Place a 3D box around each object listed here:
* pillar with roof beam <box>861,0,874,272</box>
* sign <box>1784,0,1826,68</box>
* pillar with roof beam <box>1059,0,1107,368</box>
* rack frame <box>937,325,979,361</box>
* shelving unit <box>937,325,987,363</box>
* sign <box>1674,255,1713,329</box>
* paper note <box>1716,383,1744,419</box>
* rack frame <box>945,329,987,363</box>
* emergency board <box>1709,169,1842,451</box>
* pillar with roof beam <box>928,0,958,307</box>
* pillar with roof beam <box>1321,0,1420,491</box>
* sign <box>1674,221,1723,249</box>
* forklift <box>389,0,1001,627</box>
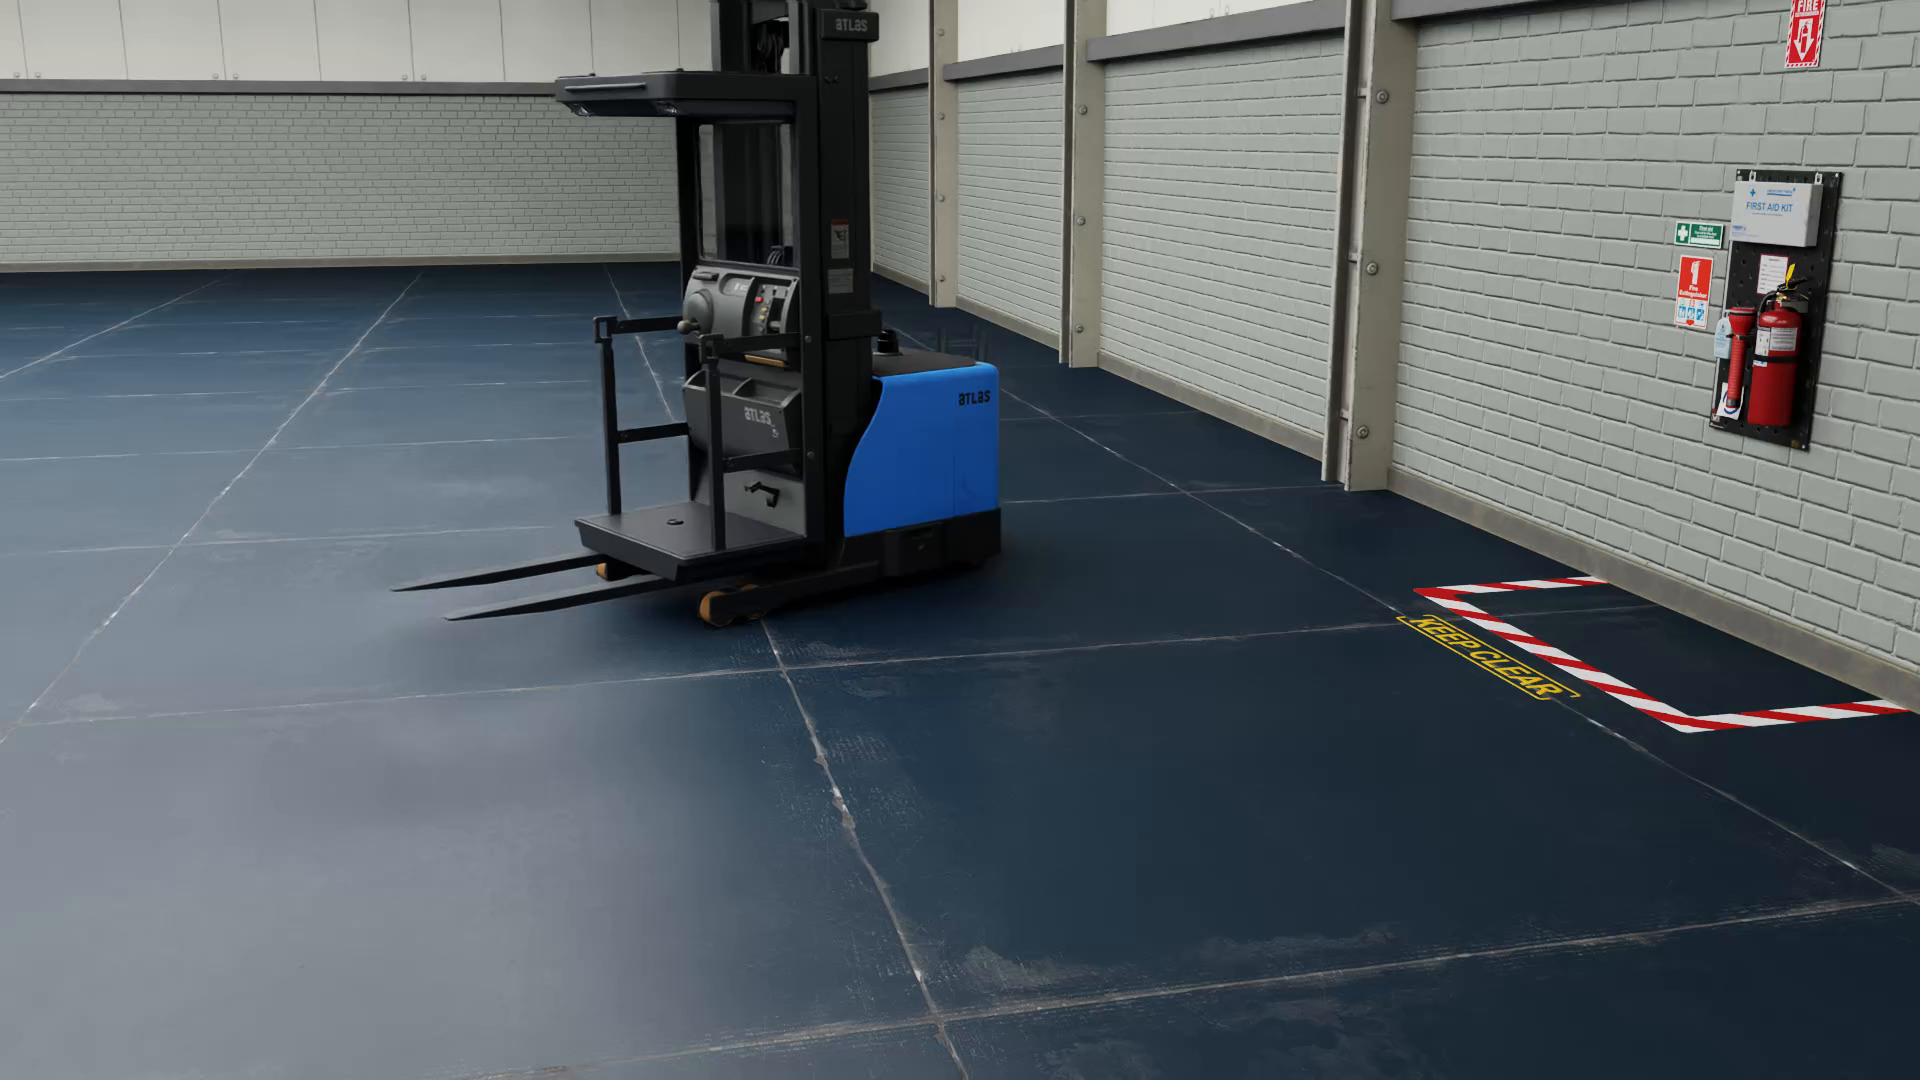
[{"bbox_3d":[-5.809,-8.653,25.883,9.100,9.000,0.400,-3,14,-13],"label":"pillar with roof beam"},{"bbox_3d":[3.564,-2.148,7.012,0.001,0.298,0.199,-3,14,-13],"label":"sign"},{"bbox_3d":[-2.991,-5.884,14.552,9.100,9.000,0.400,-3,14,-13],"label":"pillar with roof beam"},{"bbox_3d":[-0.012,-0.611,9.398,0.240,1.200,0.006,-3,14,-14],"label":"rack frame"},{"bbox_3d":[0.010,-0.590,9.312,0.258,1.200,0.189,-3,14,-14],"label":"shelving unit"},{"bbox_3d":[3.439,-1.165,7.799,0.001,0.329,0.234,-3,14,-13],"label":"sign"},{"bbox_3d":[3.494,-0.631,7.545,0.016,0.148,0.142,-3,14,-13],"label":"paper note"},{"bbox_3d":[0.033,-0.569,9.226,0.240,1.200,0.006,-3,14,-14],"label":"rack frame"},{"bbox_3d":[3.469,-1.014,7.257,0.194,1.169,0.643,-3,14,-13],"label":"emergency board"},{"bbox_3d":[-4.400,-7.269,20.217,9.100,9.000,0.400,-3,14,-13],"label":"pillar with roof beam"},{"bbox_3d":[-1.582,-4.500,8.886,9.100,9.000,0.400,-3,14,-13],"label":"pillar with roof beam"},{"bbox_3d":[3.431,-1.421,7.729,0.001,0.109,0.331,-3,14,-13],"label":"sign"},{"bbox_3d":[-1.236,-1.159,7.997,3.031,2.935,1.130,-11,18,-39],"label":"forklift"}]
